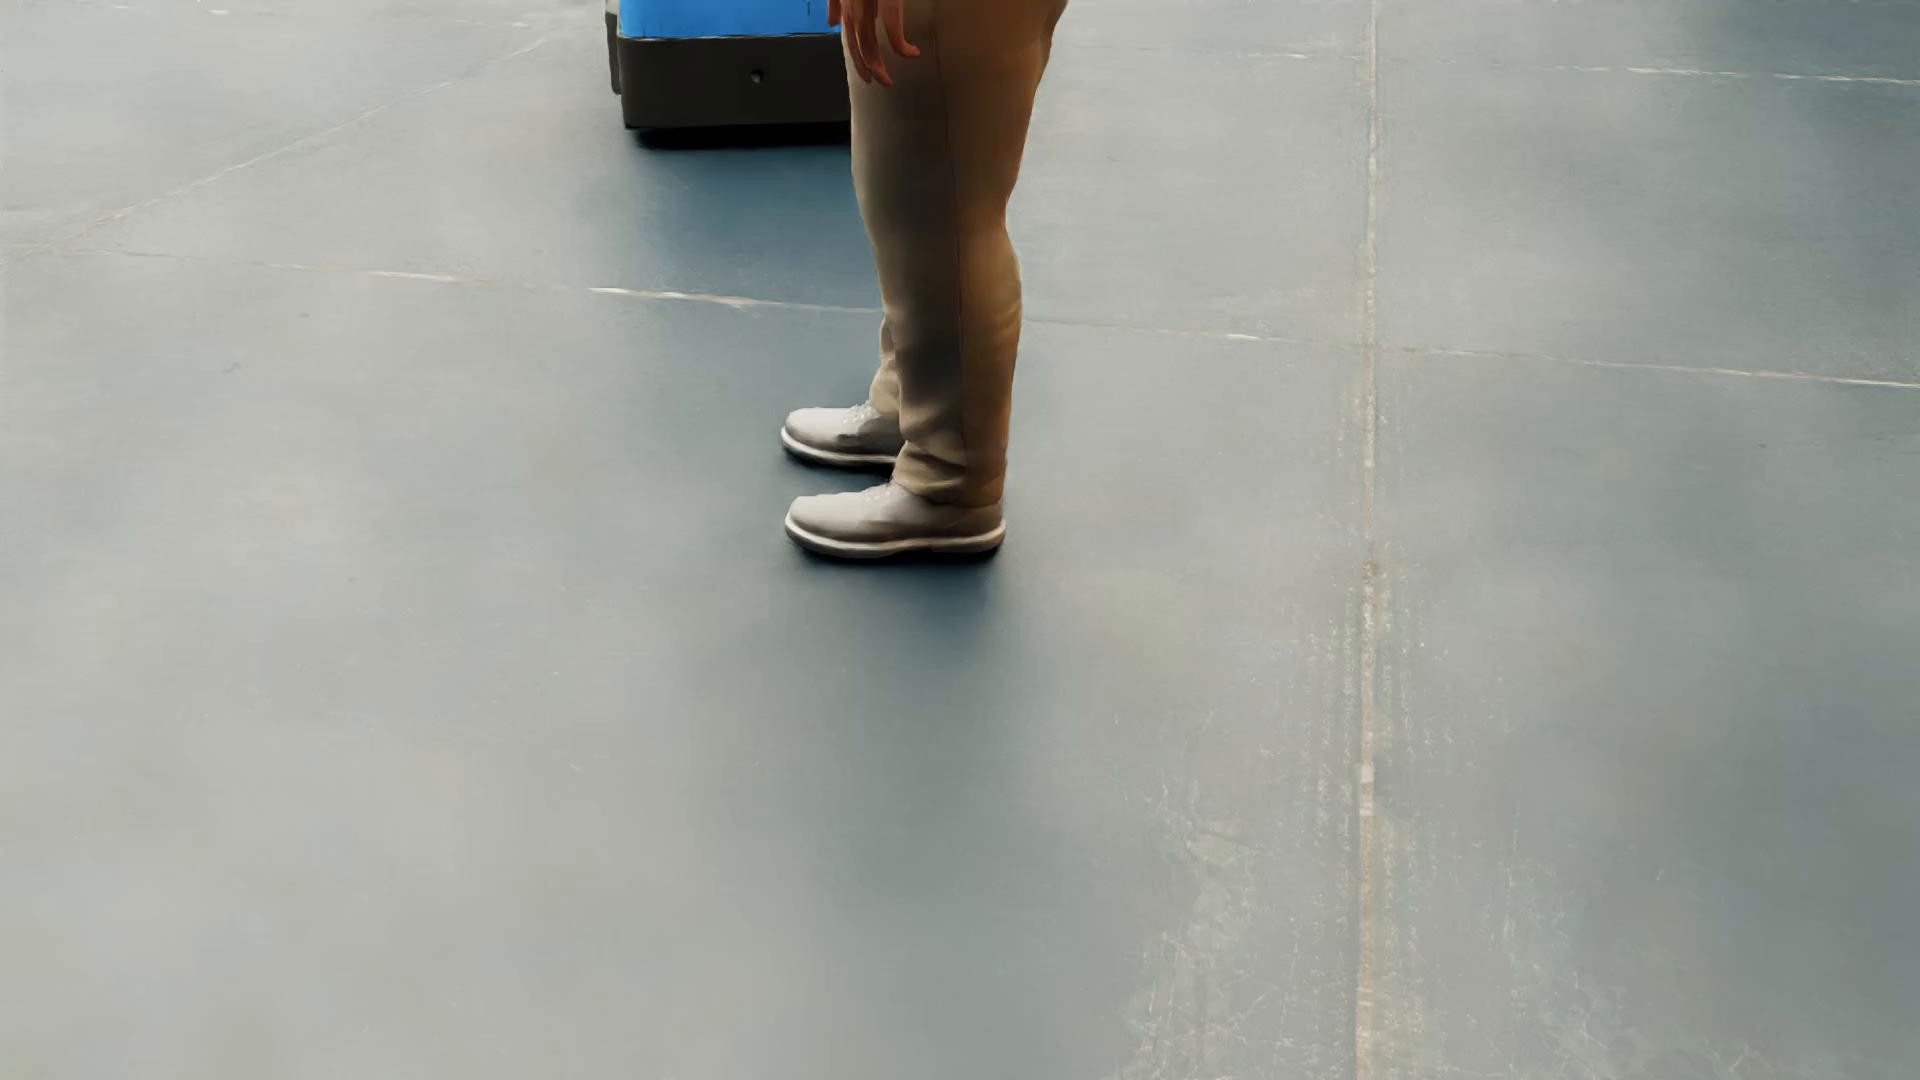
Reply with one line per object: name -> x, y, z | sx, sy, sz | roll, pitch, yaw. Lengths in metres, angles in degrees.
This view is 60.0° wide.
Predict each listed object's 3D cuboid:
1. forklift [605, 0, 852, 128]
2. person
forklift -> -0.658, -3.087, 5.365 | 1.130, 2.935, 3.031 | -4, 27, -8
person -> -0.085, -0.792, 2.135 | 0.550, 1.727, 0.640 | 6, 27, 11
